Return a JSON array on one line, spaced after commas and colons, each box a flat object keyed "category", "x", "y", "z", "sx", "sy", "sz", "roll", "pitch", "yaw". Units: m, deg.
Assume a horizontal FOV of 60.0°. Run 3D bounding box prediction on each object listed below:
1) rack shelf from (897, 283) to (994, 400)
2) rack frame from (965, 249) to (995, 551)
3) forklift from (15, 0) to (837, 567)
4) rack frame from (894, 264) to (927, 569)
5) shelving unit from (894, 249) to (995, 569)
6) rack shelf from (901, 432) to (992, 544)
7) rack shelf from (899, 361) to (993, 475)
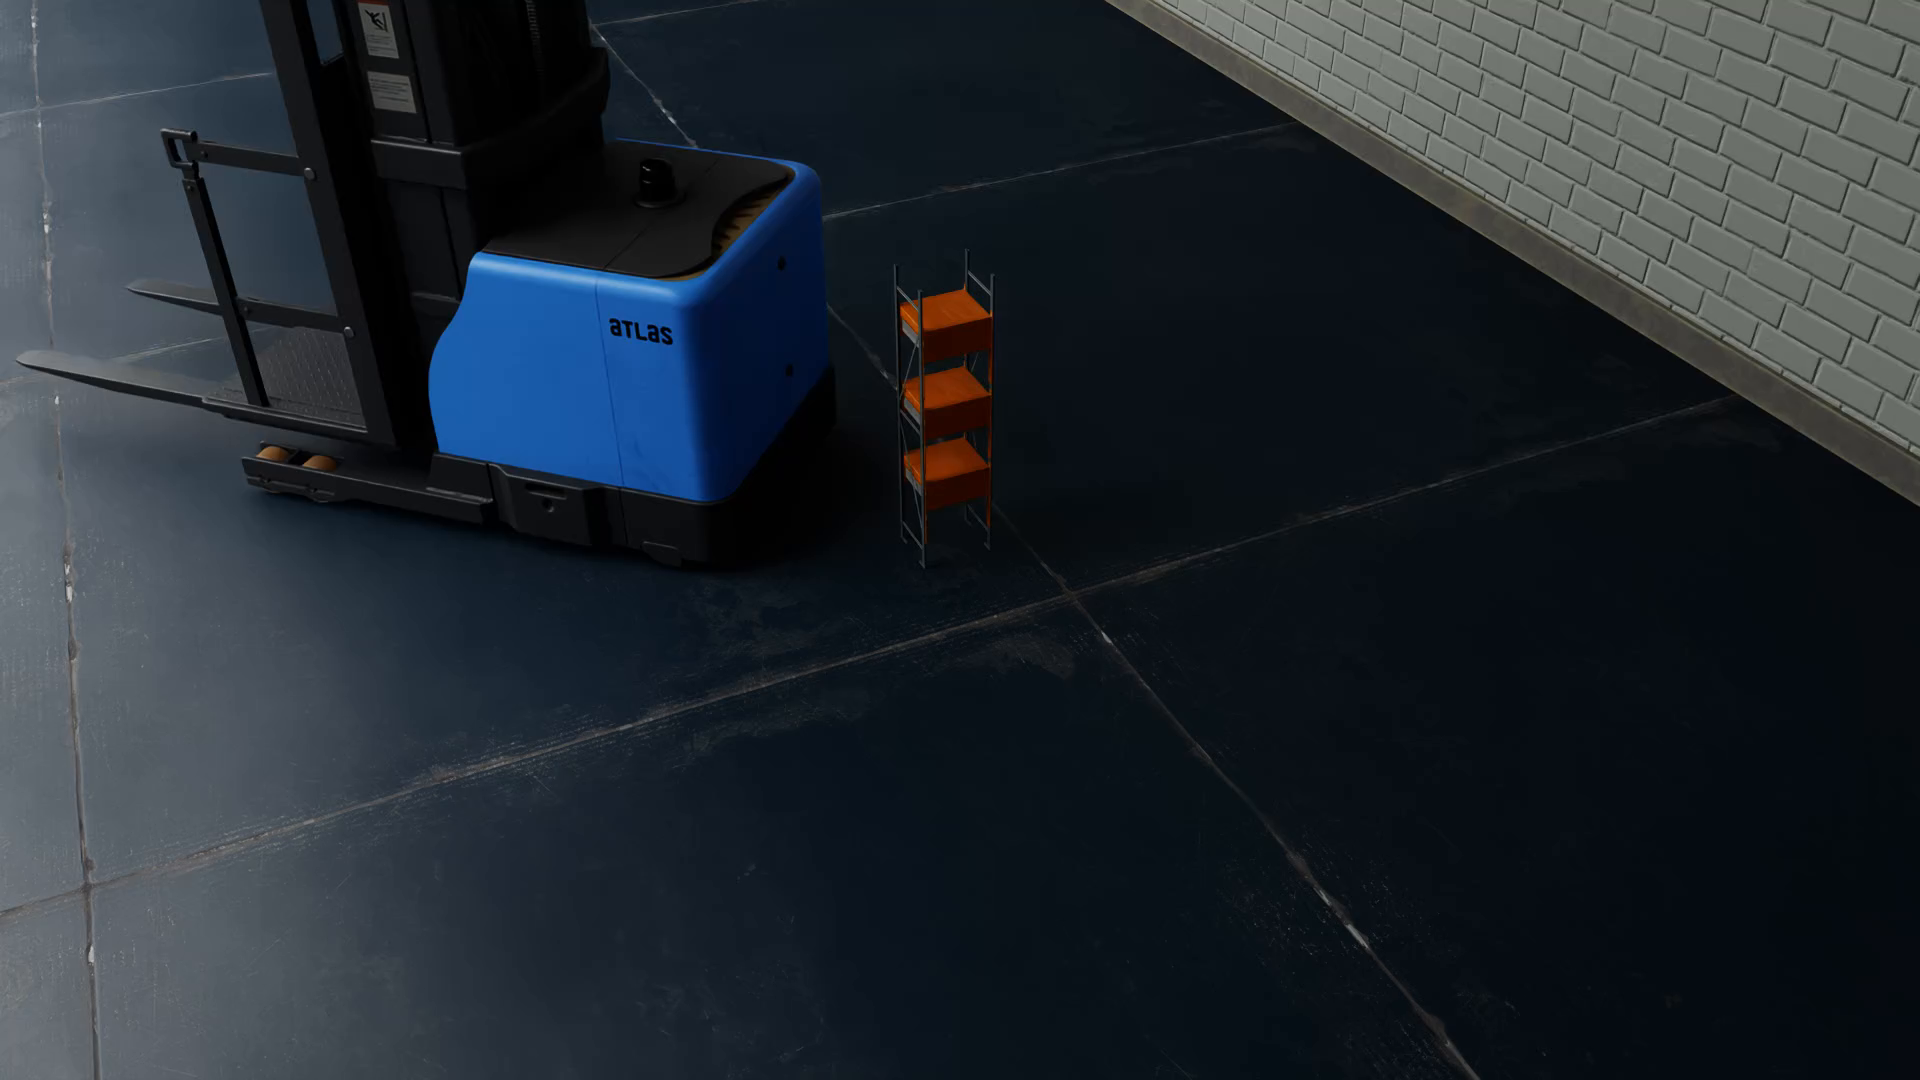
[{"category": "rack shelf", "x": -0.048, "y": -0.628, "z": 5.256, "sx": 0.240, "sy": 0.259, "sz": 0.215, "roll": -16, "pitch": 39, "yaw": -20}, {"category": "rack frame", "x": 0.062, "y": -0.439, "z": 5.461, "sx": 0.008, "sy": 1.050, "sz": 0.200, "roll": -16, "pitch": 39, "yaw": -20}, {"category": "forklift", "x": -2.038, "y": -1.596, "z": 5.442, "sx": 3.031, "sy": 2.935, "sz": 1.130, "roll": 11, "pitch": 38, "yaw": 14}, {"category": "rack frame", "x": -0.159, "y": -0.377, "z": 5.377, "sx": 0.008, "sy": 1.050, "sz": 0.200, "roll": -16, "pitch": 39, "yaw": -20}, {"category": "shelving unit", "x": -0.048, "y": -0.408, "z": 5.419, "sx": 0.252, "sy": 1.050, "sz": 0.215, "roll": -16, "pitch": 39, "yaw": -20}, {"category": "rack shelf", "x": -0.048, "y": -0.176, "z": 5.591, "sx": 0.240, "sy": 0.259, "sz": 0.215, "roll": -16, "pitch": 39, "yaw": -20}, {"category": "rack shelf", "x": -0.048, "y": -0.400, "z": 5.425, "sx": 0.240, "sy": 0.259, "sz": 0.215, "roll": -16, "pitch": 39, "yaw": -20}]
